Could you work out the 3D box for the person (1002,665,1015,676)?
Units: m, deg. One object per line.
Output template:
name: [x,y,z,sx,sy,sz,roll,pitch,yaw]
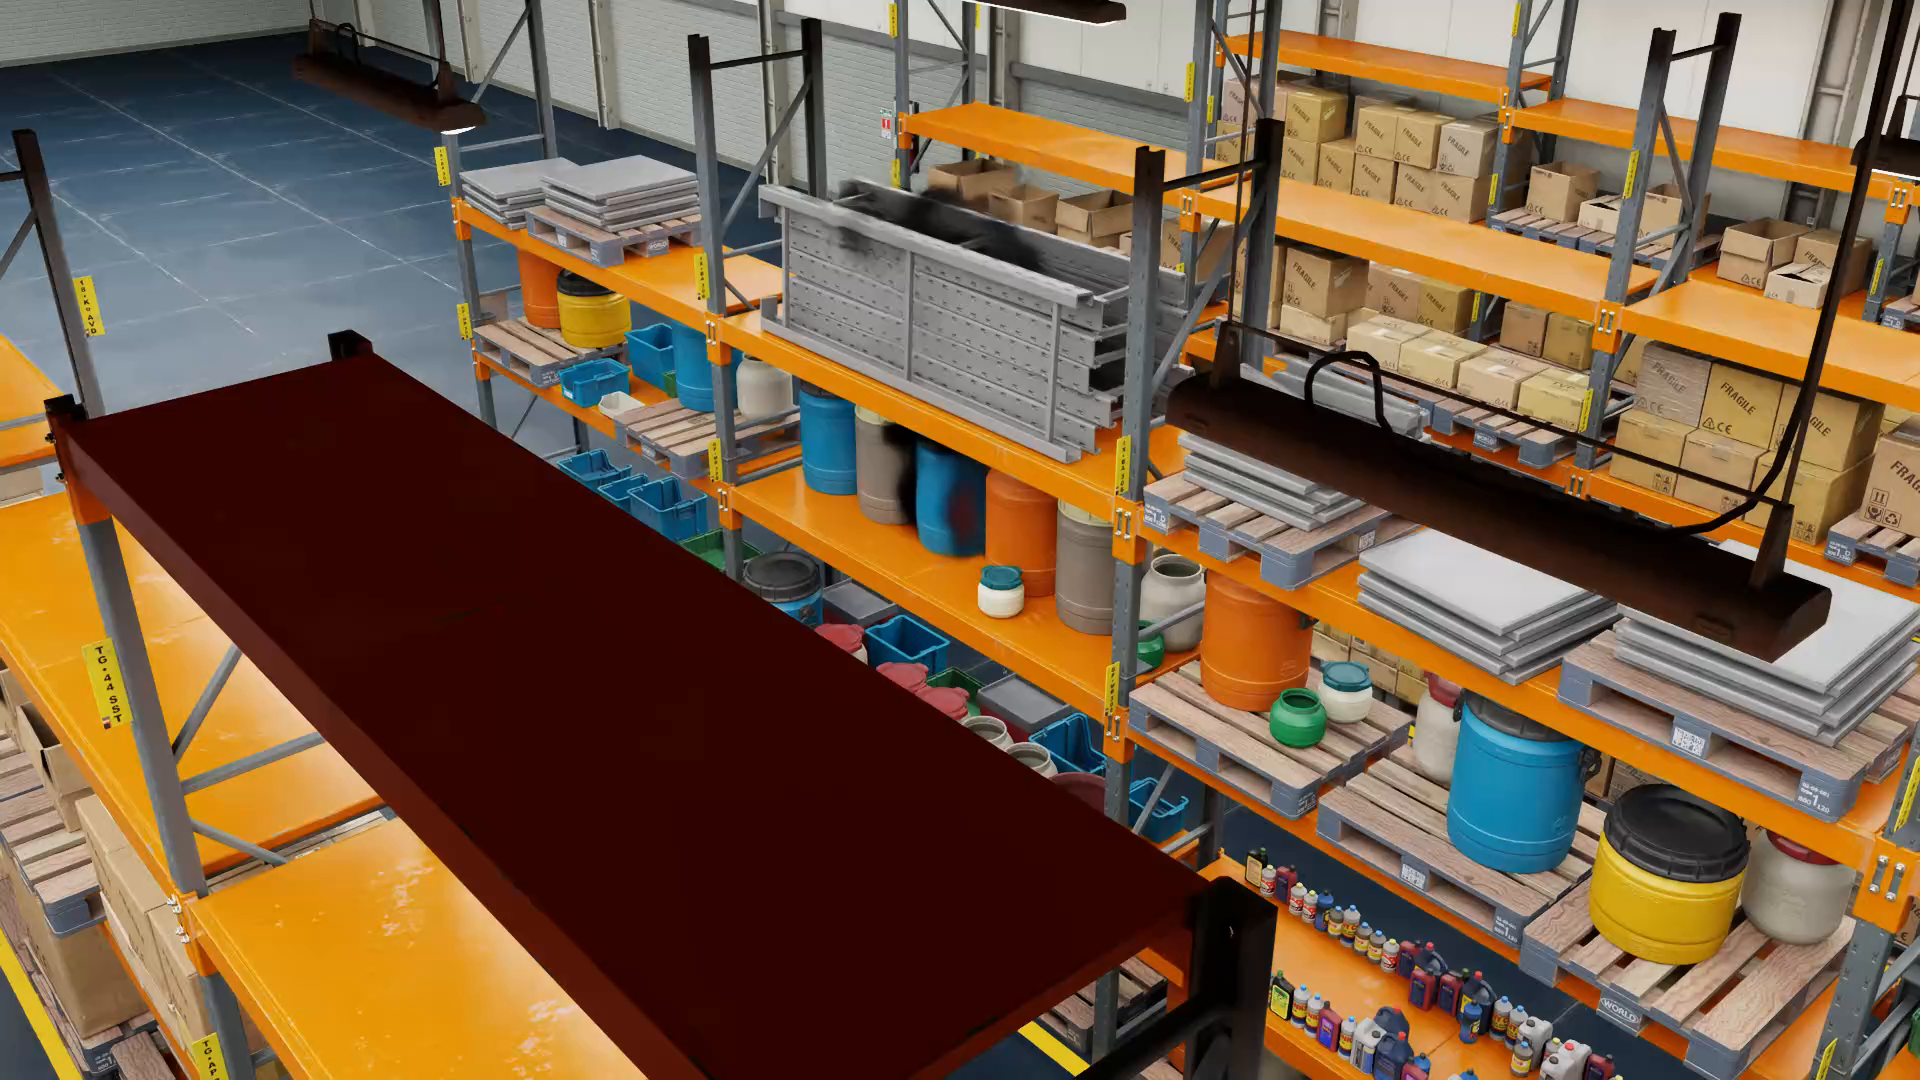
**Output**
person: [0.444,0.502,14.154,0.613,1.709,0.548,20,33,34]
